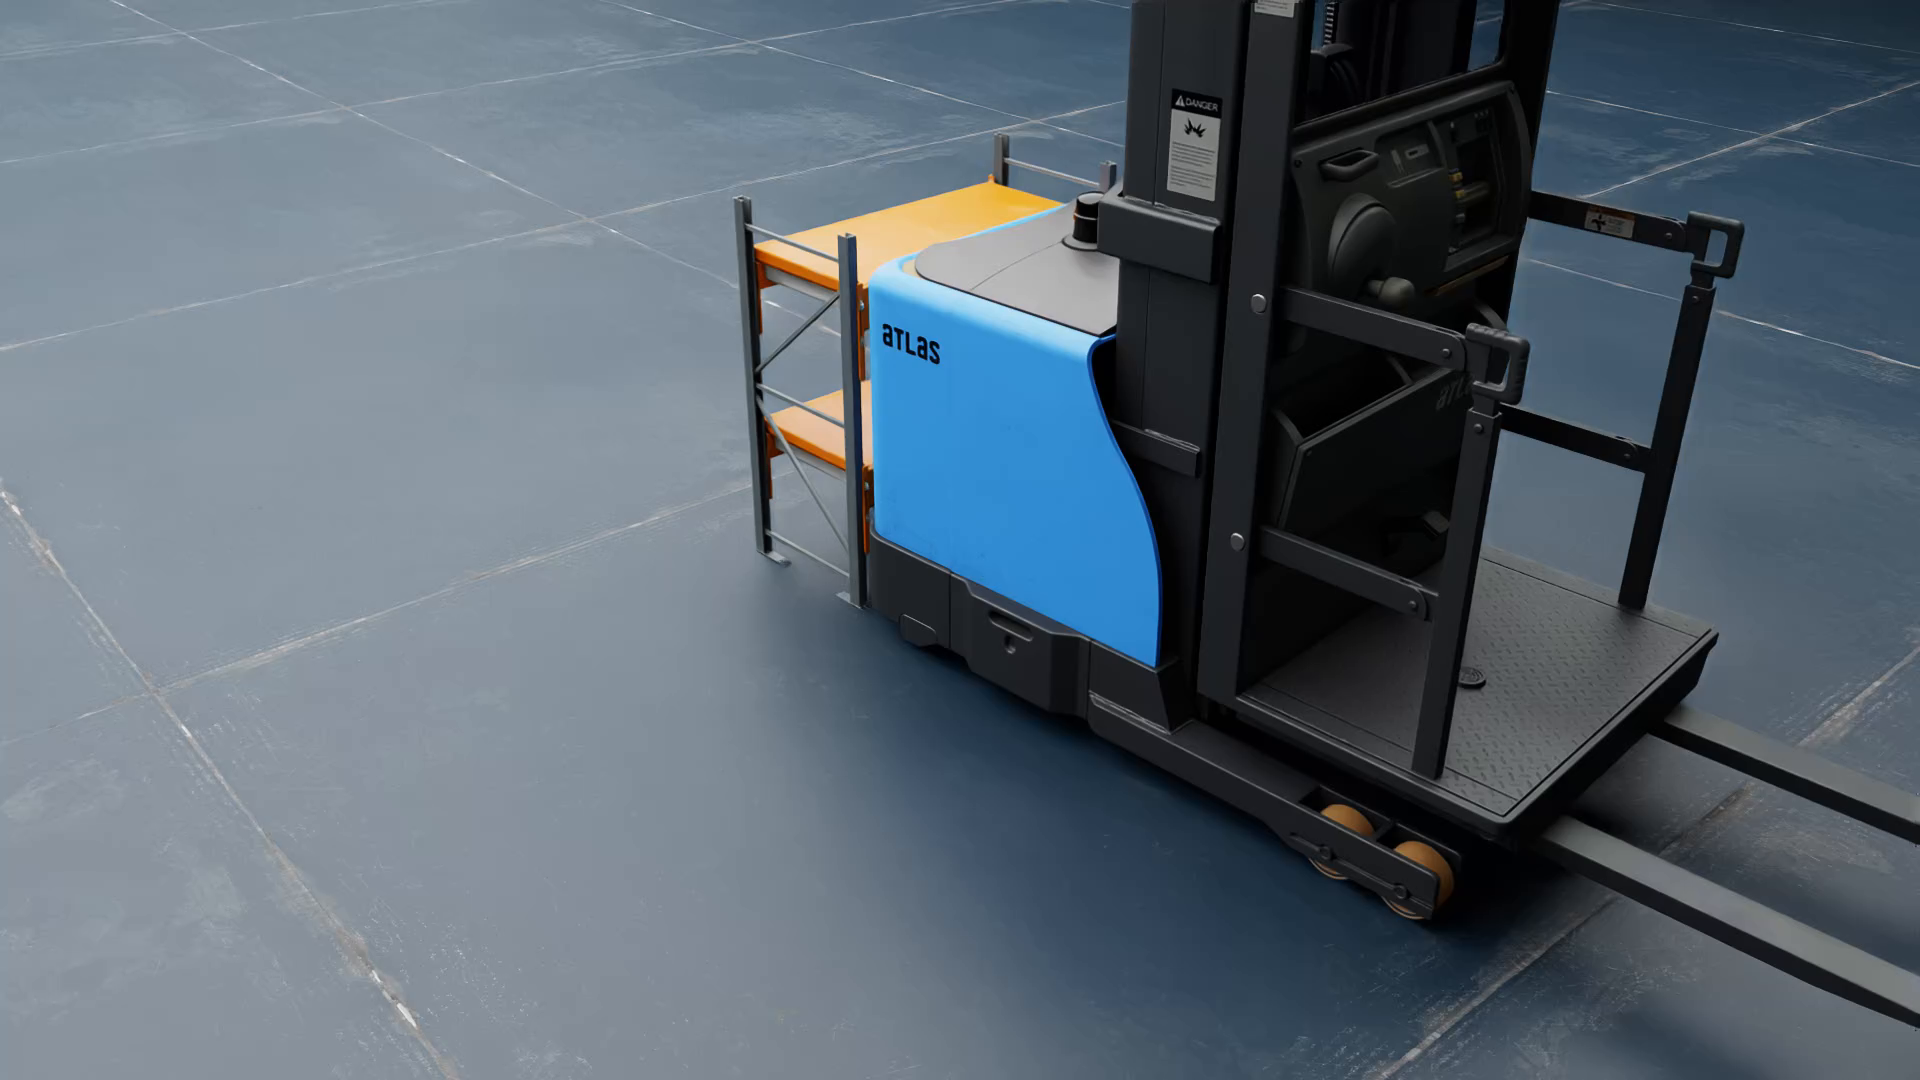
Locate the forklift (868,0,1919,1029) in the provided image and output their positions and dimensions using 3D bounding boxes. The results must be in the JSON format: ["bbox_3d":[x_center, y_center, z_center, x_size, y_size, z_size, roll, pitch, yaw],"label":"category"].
[{"bbox_3d":[1.153,-0.732,3.511,3.031,2.935,1.130,25,37,38],"label":"forklift"}]

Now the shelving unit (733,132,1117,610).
[{"bbox_3d":[-0.083,-0.546,5.078,1.048,1.125,0.538,-24,36,-37],"label":"shelving unit"}]

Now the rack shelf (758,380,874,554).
[{"bbox_3d":[-0.083,-0.330,5.193,1.000,0.278,0.538,-24,36,-37],"label":"rack shelf"}]

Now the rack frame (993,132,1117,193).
[{"bbox_3d":[0.287,-0.710,5.385,0.032,1.125,0.500,-24,36,-37],"label":"rack frame"}]

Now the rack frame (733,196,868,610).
[{"bbox_3d":[-0.453,-0.382,4.771,0.032,1.125,0.500,-24,36,-37],"label":"rack frame"}]

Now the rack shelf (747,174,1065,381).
[{"bbox_3d":[-0.083,-0.804,4.940,1.000,0.278,0.538,-24,36,-37],"label":"rack shelf"}]
